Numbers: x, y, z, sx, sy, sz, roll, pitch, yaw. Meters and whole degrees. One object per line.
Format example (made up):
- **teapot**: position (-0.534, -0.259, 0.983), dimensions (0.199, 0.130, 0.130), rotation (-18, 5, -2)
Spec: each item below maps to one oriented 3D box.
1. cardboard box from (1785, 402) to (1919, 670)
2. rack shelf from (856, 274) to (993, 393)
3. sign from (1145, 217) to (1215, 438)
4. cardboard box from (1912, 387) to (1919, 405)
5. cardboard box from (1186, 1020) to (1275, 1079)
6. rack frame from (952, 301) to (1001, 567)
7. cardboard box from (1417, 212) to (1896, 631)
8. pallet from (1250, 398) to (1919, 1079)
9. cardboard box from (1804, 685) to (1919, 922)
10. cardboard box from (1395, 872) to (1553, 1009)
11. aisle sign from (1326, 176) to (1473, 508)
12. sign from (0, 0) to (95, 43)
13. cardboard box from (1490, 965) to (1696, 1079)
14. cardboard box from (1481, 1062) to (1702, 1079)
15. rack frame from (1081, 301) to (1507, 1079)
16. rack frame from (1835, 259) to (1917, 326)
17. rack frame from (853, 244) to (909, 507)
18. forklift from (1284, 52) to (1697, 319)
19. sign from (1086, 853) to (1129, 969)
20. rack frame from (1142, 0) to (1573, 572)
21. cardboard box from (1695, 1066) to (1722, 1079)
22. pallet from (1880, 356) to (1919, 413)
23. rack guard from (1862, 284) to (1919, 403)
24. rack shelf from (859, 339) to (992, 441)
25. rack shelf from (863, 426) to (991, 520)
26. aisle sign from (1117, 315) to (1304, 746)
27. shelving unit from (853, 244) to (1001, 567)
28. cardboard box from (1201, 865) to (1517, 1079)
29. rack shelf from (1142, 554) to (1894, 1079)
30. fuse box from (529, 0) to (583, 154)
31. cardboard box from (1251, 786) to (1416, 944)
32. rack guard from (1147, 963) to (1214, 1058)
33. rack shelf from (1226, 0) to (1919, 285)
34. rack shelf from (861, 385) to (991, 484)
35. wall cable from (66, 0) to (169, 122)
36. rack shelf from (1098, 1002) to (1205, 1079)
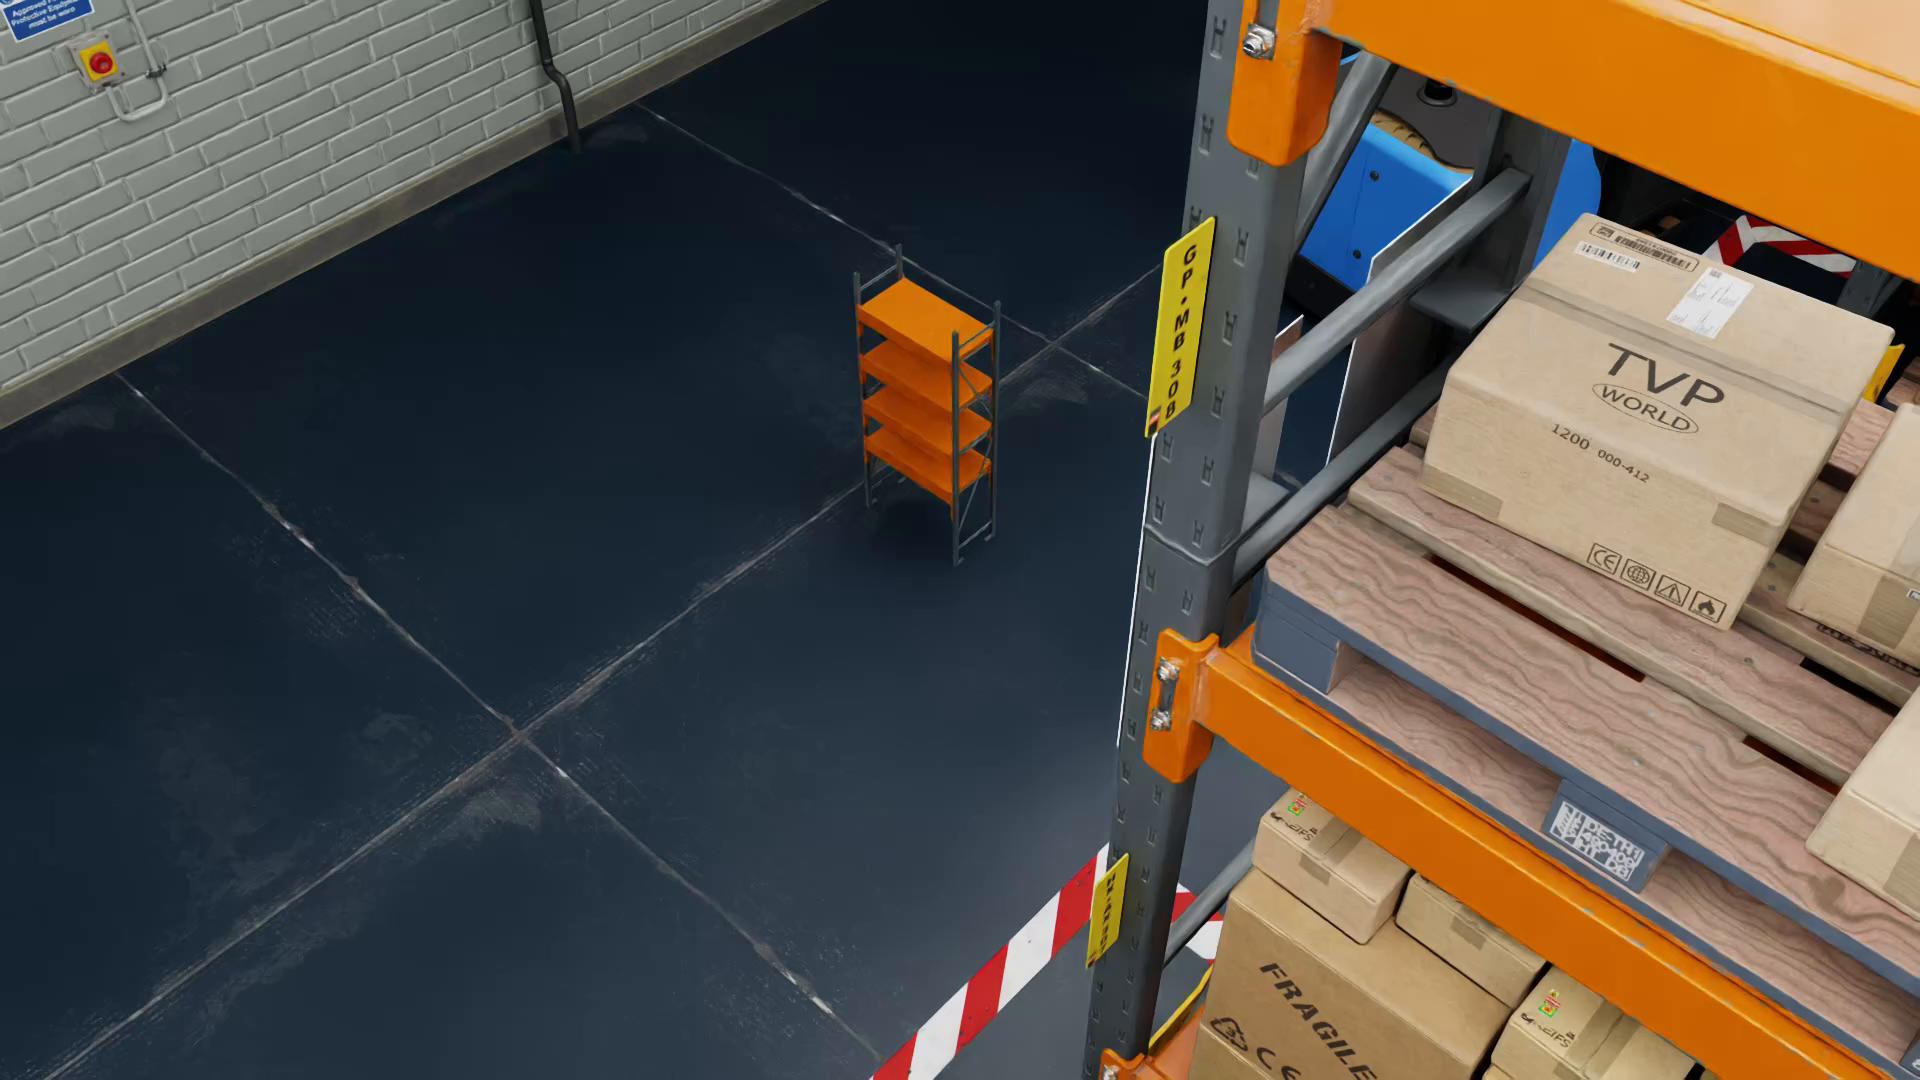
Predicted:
- **cardboard box**: position (1.430, -0.002, 2.452), dimensions (0.250, 0.149, 0.380), rotation (30, 54, 25)
- **rack shelf**: position (-0.122, -0.762, 6.103), dimensions (0.480, 0.148, 0.258), rotation (34, 55, 28)
- **sign**: position (0.295, -0.281, 2.245), dimensions (0.005, 0.325, 0.100), rotation (34, 55, 28)
- **cardboard box**: position (4.425, -0.819, 6.886), dimensions (0.637, 0.503, 0.797), rotation (32, 54, 26)
- **cardboard box**: position (0.834, 1.135, 3.558), dimensions (0.500, 0.500, 0.500), rotation (34, 55, 27)
- **rack frame**: position (0.058, -0.372, 6.276), dimensions (0.015, 1.200, 0.240), rotation (34, 55, 28)
- **cardboard box**: position (1.068, -0.201, 2.570), dimensions (0.500, 0.250, 0.500), rotation (29, 53, 25)
- **pallet**: position (1.228, 0.143, 2.562), dimensions (1.213, 0.211, 1.003), rotation (34, 55, 28)
- **cardboard box**: position (1.319, 0.320, 2.150), dimensions (0.250, 0.149, 0.380), rotation (36, 56, 29)
- **cardboard box**: position (0.990, 0.595, 2.935), dimensions (0.250, 0.149, 0.380), rotation (35, 56, 28)
- **aisle sign**: position (0.833, -0.314, 3.204), dimensions (0.004, 0.787, 0.394), rotation (34, 55, 28)
- **sign**: position (-3.561, -2.094, 6.474), dimensions (0.001, 0.218, 0.327), rotation (34, 55, 28)
- **cardboard box**: position (1.103, 0.785, 2.756), dimensions (0.250, 0.149, 0.380), rotation (36, 56, 29)
- **cardboard box**: position (1.220, 1.043, 2.959), dimensions (0.500, 0.500, 0.500), rotation (32, 55, 27)
- **rack frame**: position (0.676, 0.778, 3.962), dimensions (0.127, 3.000, 1.000), rotation (34, 55, 28)
- **rack frame**: position (4.040, -1.883, 6.460), dimensions (0.127, 3.000, 1.000), rotation (34, 55, 28)
- **rack frame**: position (-0.301, -0.613, 6.503), dimensions (0.015, 1.200, 0.240), rotation (34, 55, 28)
- **forklift**: position (2.894, -2.601, 7.182), dimensions (3.031, 2.935, 1.130), rotation (-29, 53, -24)
- **sign**: position (0.295, 0.749, 3.341), dimensions (0.005, 0.325, 0.100), rotation (34, 55, 28)
- **rack frame**: position (0.676, -1.276, 1.775), dimensions (0.127, 3.000, 1.000), rotation (34, 55, 28)
- **cardboard box**: position (1.309, 0.905, 2.643), dimensions (0.250, 0.149, 0.380), rotation (32, 55, 27)
- **pallet**: position (4.682, -0.497, 7.072), dimensions (1.213, 0.211, 1.003), rotation (34, 55, 28)
- **rack guard**: position (4.095, -0.990, 7.336), dimensions (0.348, 0.500, 1.175), rotation (34, 55, 28)
- **rack shelf**: position (-0.122, -0.600, 6.275), dimensions (0.480, 0.148, 0.258), rotation (34, 55, 28)
- **rack shelf**: position (-0.122, -0.311, 6.583), dimensions (0.480, 0.148, 0.258), rotation (34, 55, 28)
- **aisle sign**: position (0.426, 0.008, 2.902), dimensions (0.004, 0.787, 0.394), rotation (34, 55, 28)
- **shelving unit**: position (-0.122, -0.493, 6.389), dimensions (0.503, 1.200, 0.258), rotation (34, 55, 28)
- **cardboard box**: position (0.835, 0.791, 3.195), dimensions (0.500, 0.500, 0.500), rotation (33, 55, 27)
- **rack shelf**: position (2.146, 0.986, 2.202), dimensions (4.000, 0.370, 1.077), rotation (34, 55, 28)
- **fuse box**: position (-1.952, -2.610, 8.027), dimensions (0.414, 1.711, 0.539), rotation (34, 55, 28)
- **cardboard box**: position (0.749, 0.503, 3.020), dimensions (0.250, 0.149, 0.380), rotation (35, 56, 28)
- **rack guard**: position (0.658, 1.622, 4.884), dimensions (0.348, 0.500, 1.175), rotation (34, 55, 28)
- **rack shelf**: position (2.146, 0.097, 1.255), dimensions (4.000, 0.370, 1.077), rotation (34, 55, 28)
- **rack shelf**: position (-0.122, -0.446, 6.438), dimensions (0.480, 0.148, 0.258), rotation (34, 55, 28)
- **wall cable**: position (-3.484, -2.356, 6.186), dimensions (0.123, 1.953, 0.585), rotation (34, 55, 28)
- **rack shelf**: position (2.146, 2.013, 3.296), dimensions (4.000, 0.370, 1.077), rotation (34, 55, 28)
